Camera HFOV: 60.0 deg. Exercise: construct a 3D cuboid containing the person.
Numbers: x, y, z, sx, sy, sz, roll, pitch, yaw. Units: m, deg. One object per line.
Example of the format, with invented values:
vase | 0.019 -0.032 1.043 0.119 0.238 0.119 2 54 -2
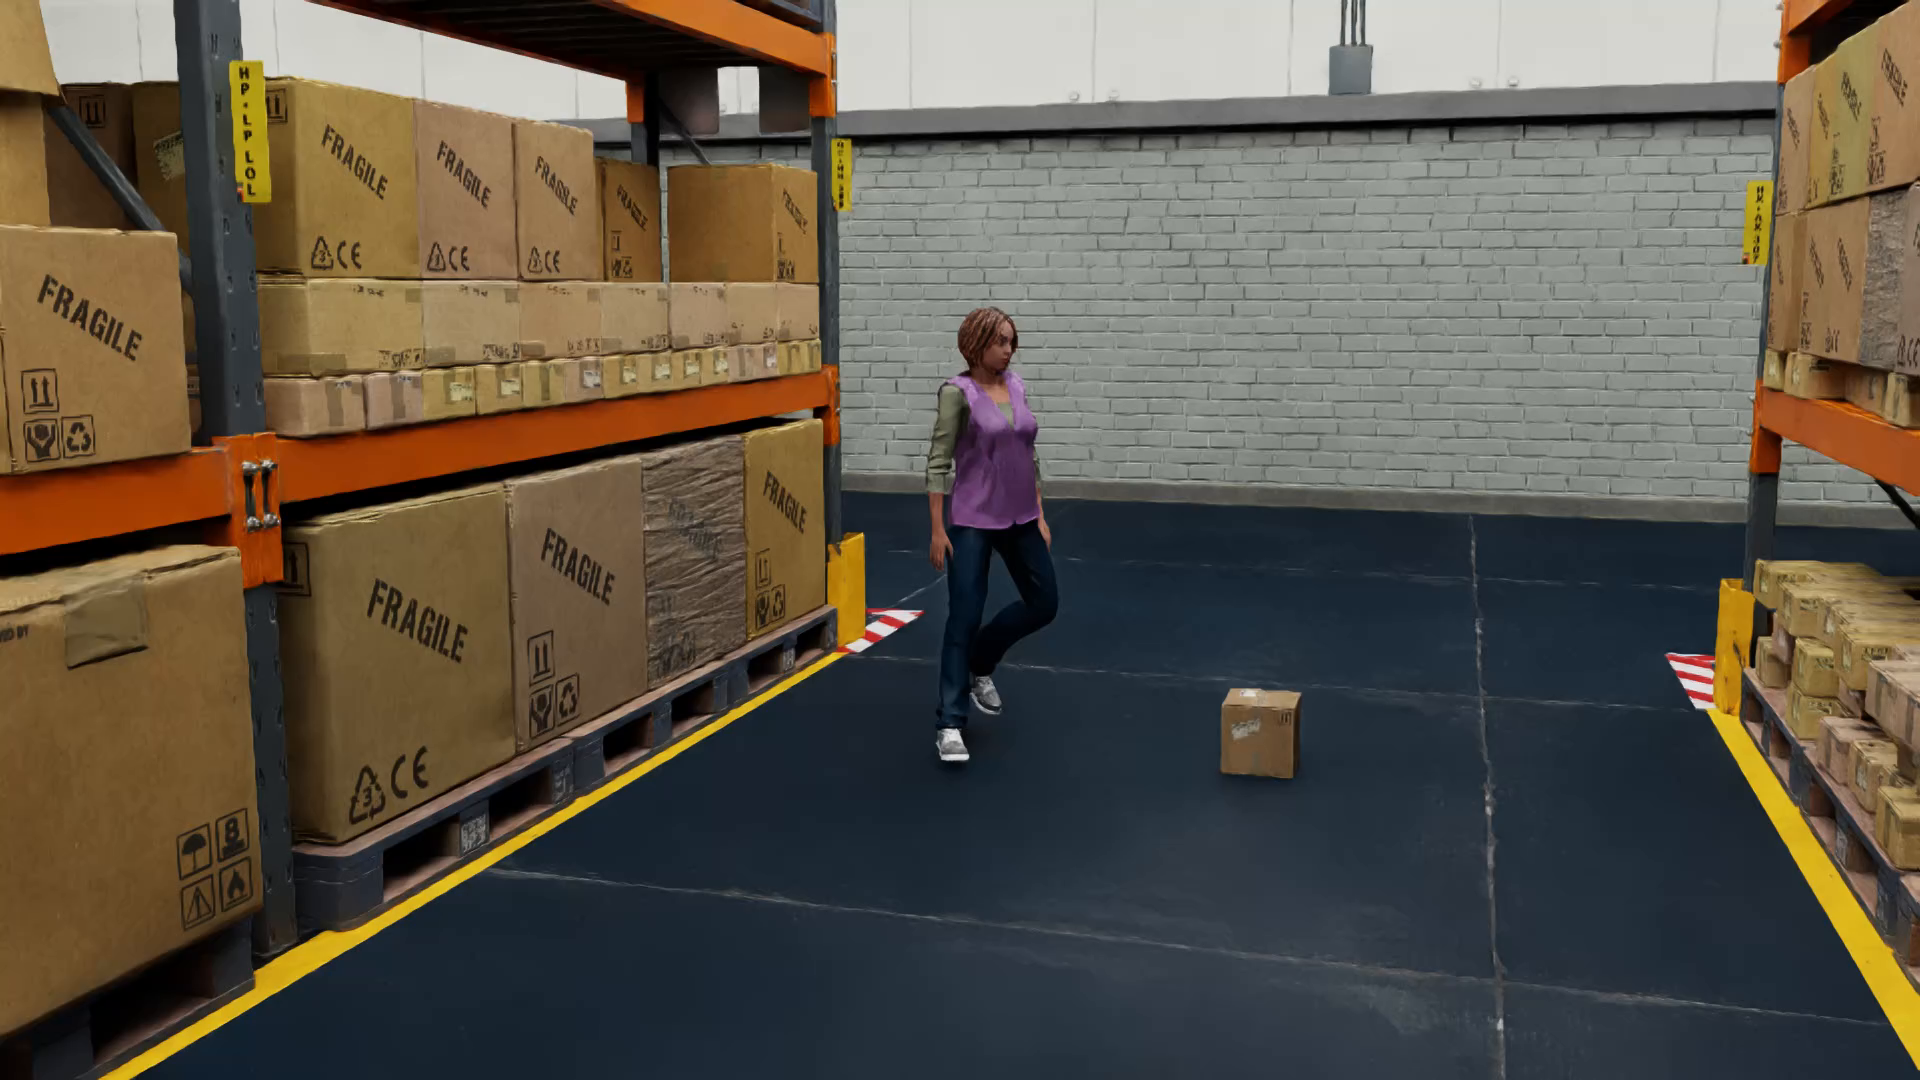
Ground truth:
person | 0.050 -0.046 6.059 0.560 1.594 0.498 -7 11 -38
